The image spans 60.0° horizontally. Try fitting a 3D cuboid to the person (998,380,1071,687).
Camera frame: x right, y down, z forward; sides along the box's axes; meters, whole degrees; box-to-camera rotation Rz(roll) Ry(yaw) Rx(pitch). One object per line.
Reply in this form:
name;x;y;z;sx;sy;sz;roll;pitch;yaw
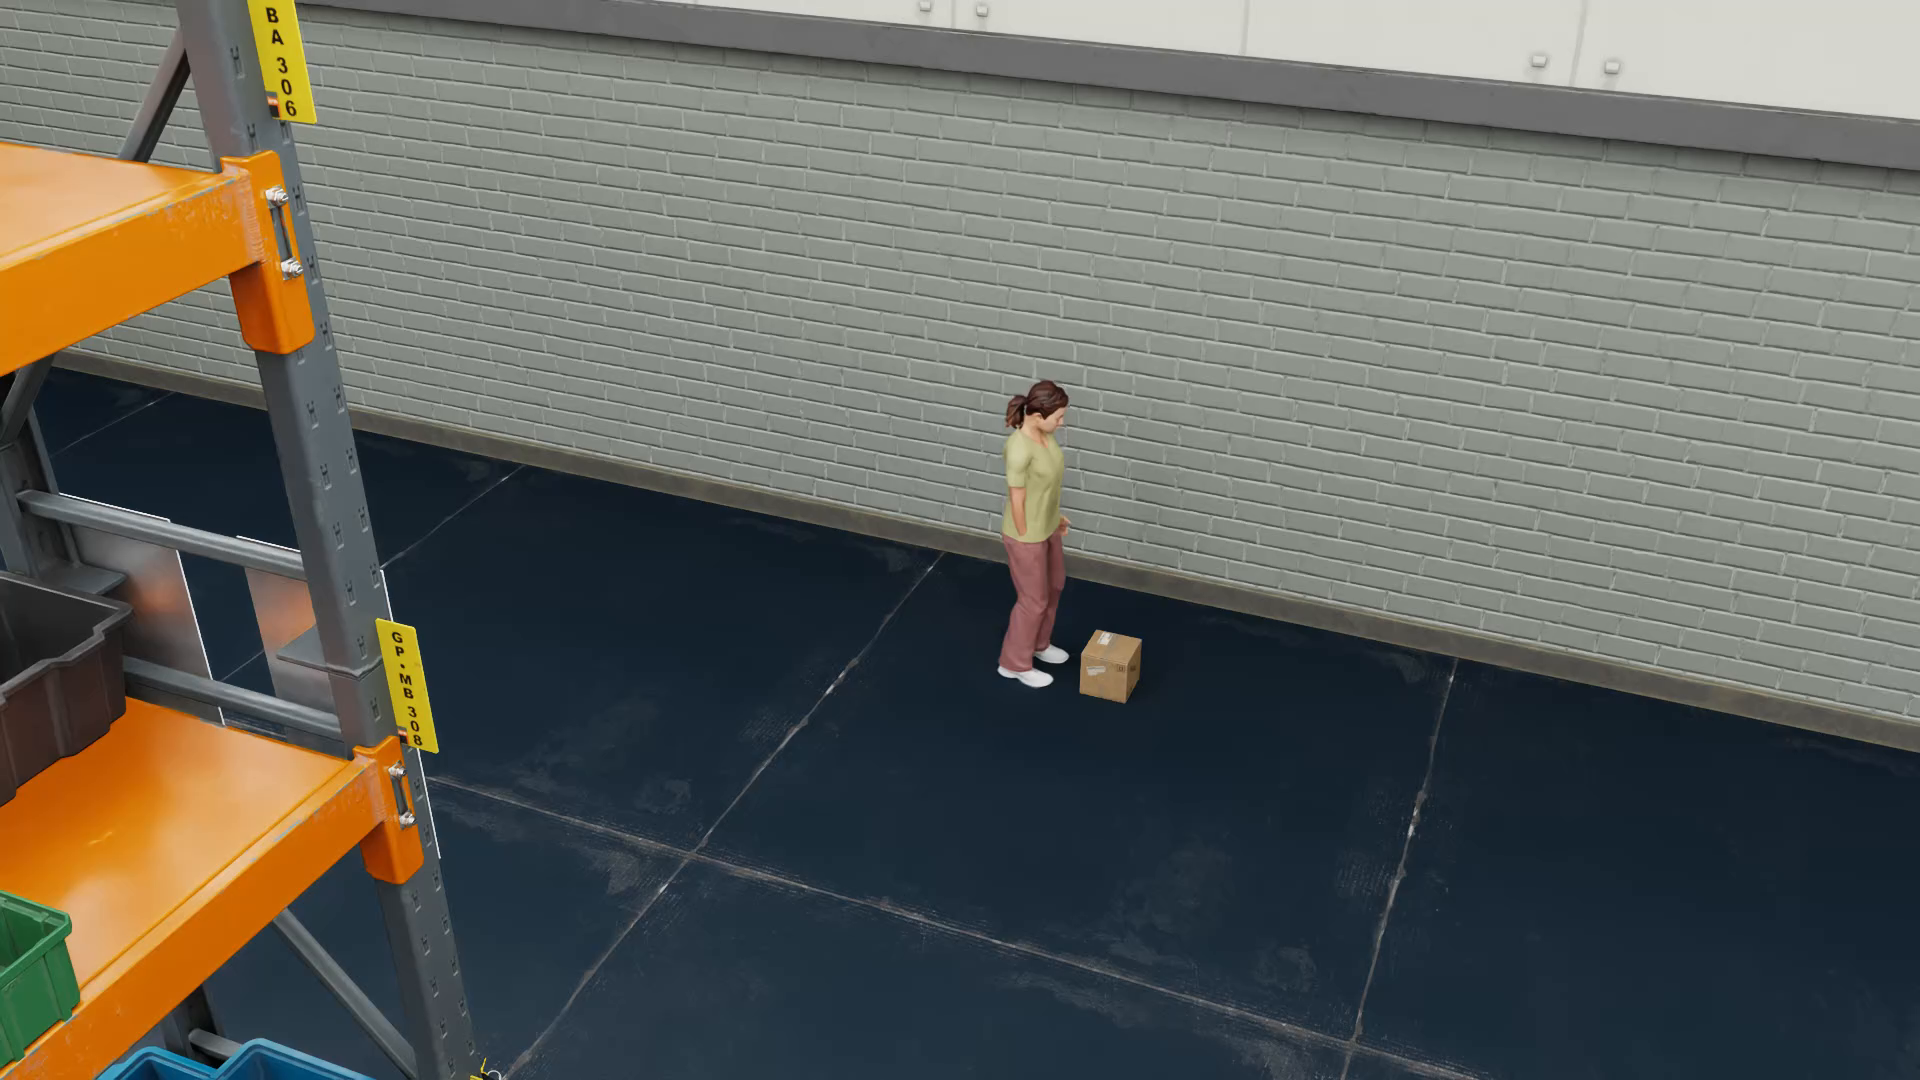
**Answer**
person;0.387;-0.052;8.503;0.346;1.667;0.452;12;32;20
